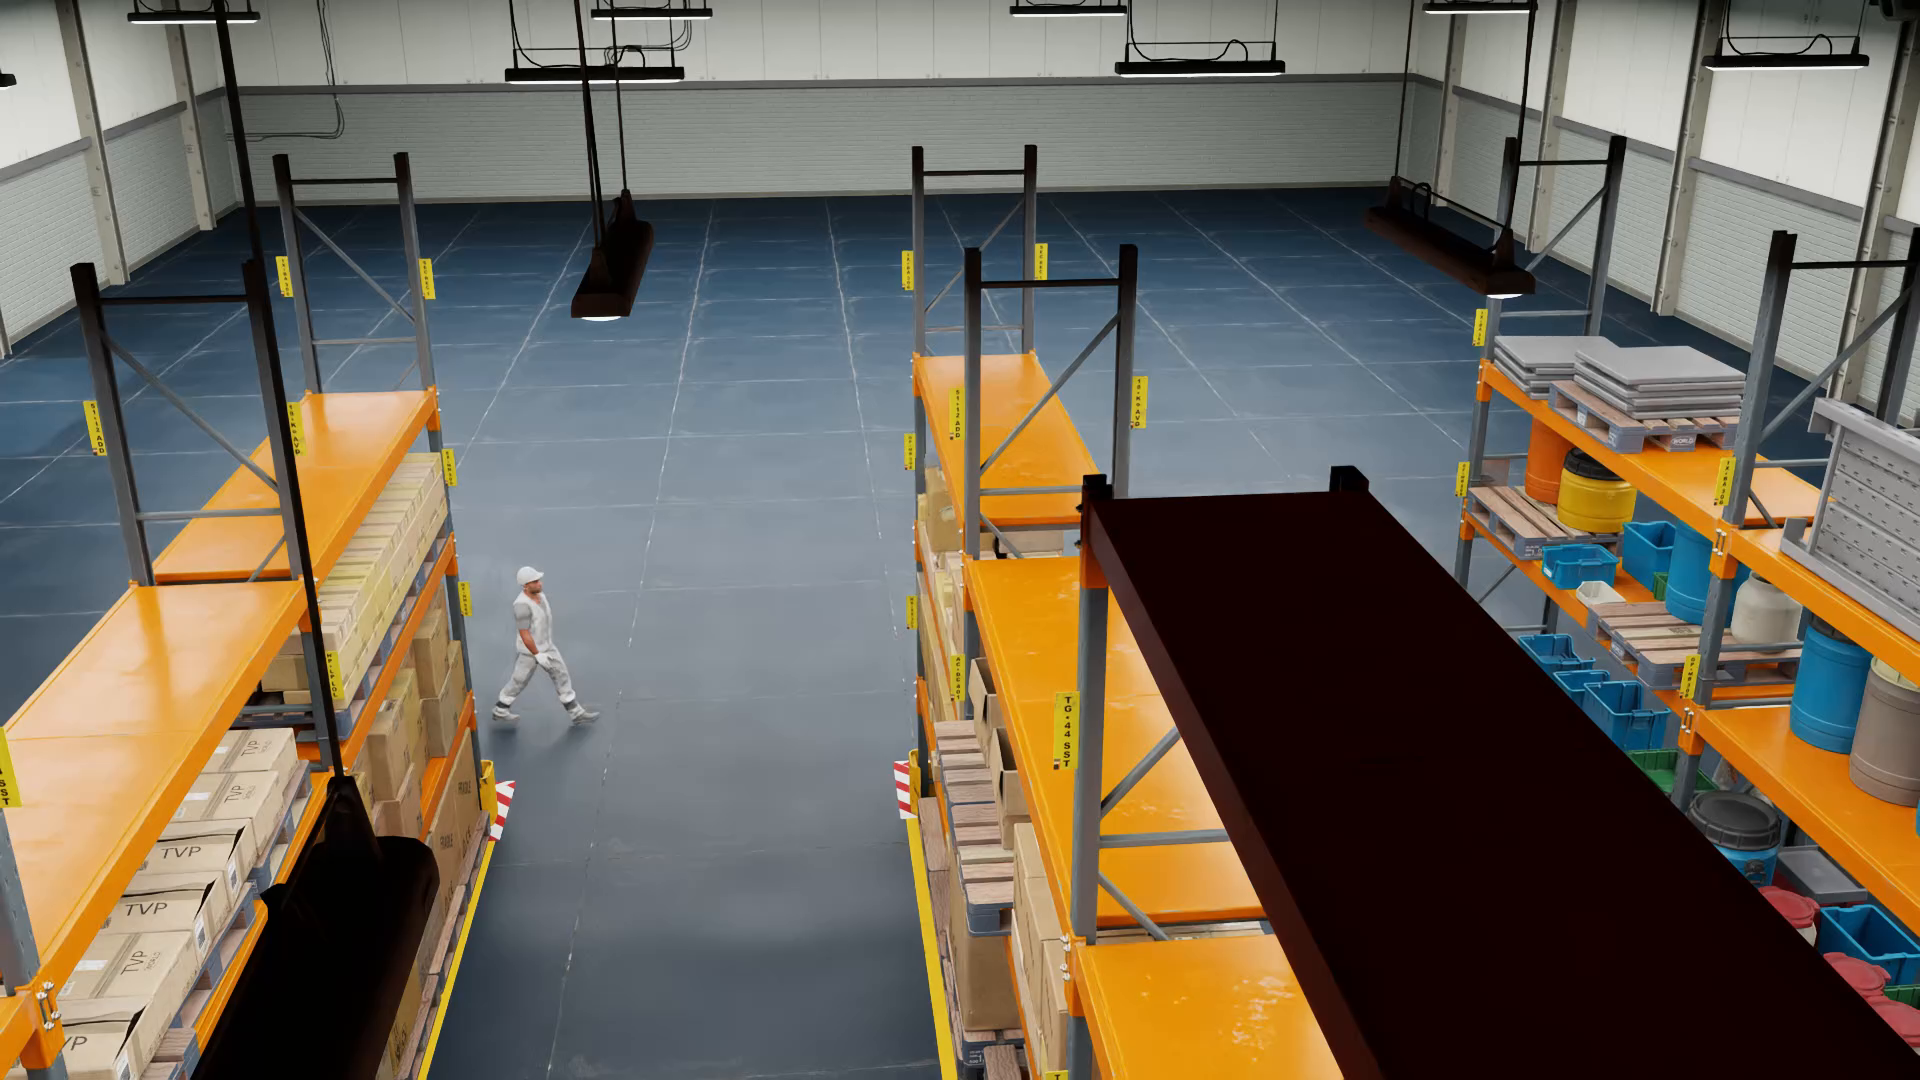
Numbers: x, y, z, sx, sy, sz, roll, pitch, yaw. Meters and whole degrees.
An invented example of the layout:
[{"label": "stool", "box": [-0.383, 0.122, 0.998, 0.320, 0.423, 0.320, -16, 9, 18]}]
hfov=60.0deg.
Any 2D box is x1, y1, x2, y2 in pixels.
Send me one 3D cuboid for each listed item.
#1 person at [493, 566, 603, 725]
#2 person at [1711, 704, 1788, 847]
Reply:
[{"label": "person", "box": [-4.179, 1.068, 16.578, 1.090, 1.742, 0.536, 3, 22, 8]}, {"label": "person", "box": [6.918, 1.824, 14.695, 0.574, 1.701, 1.044, -8, 23, -19]}]
